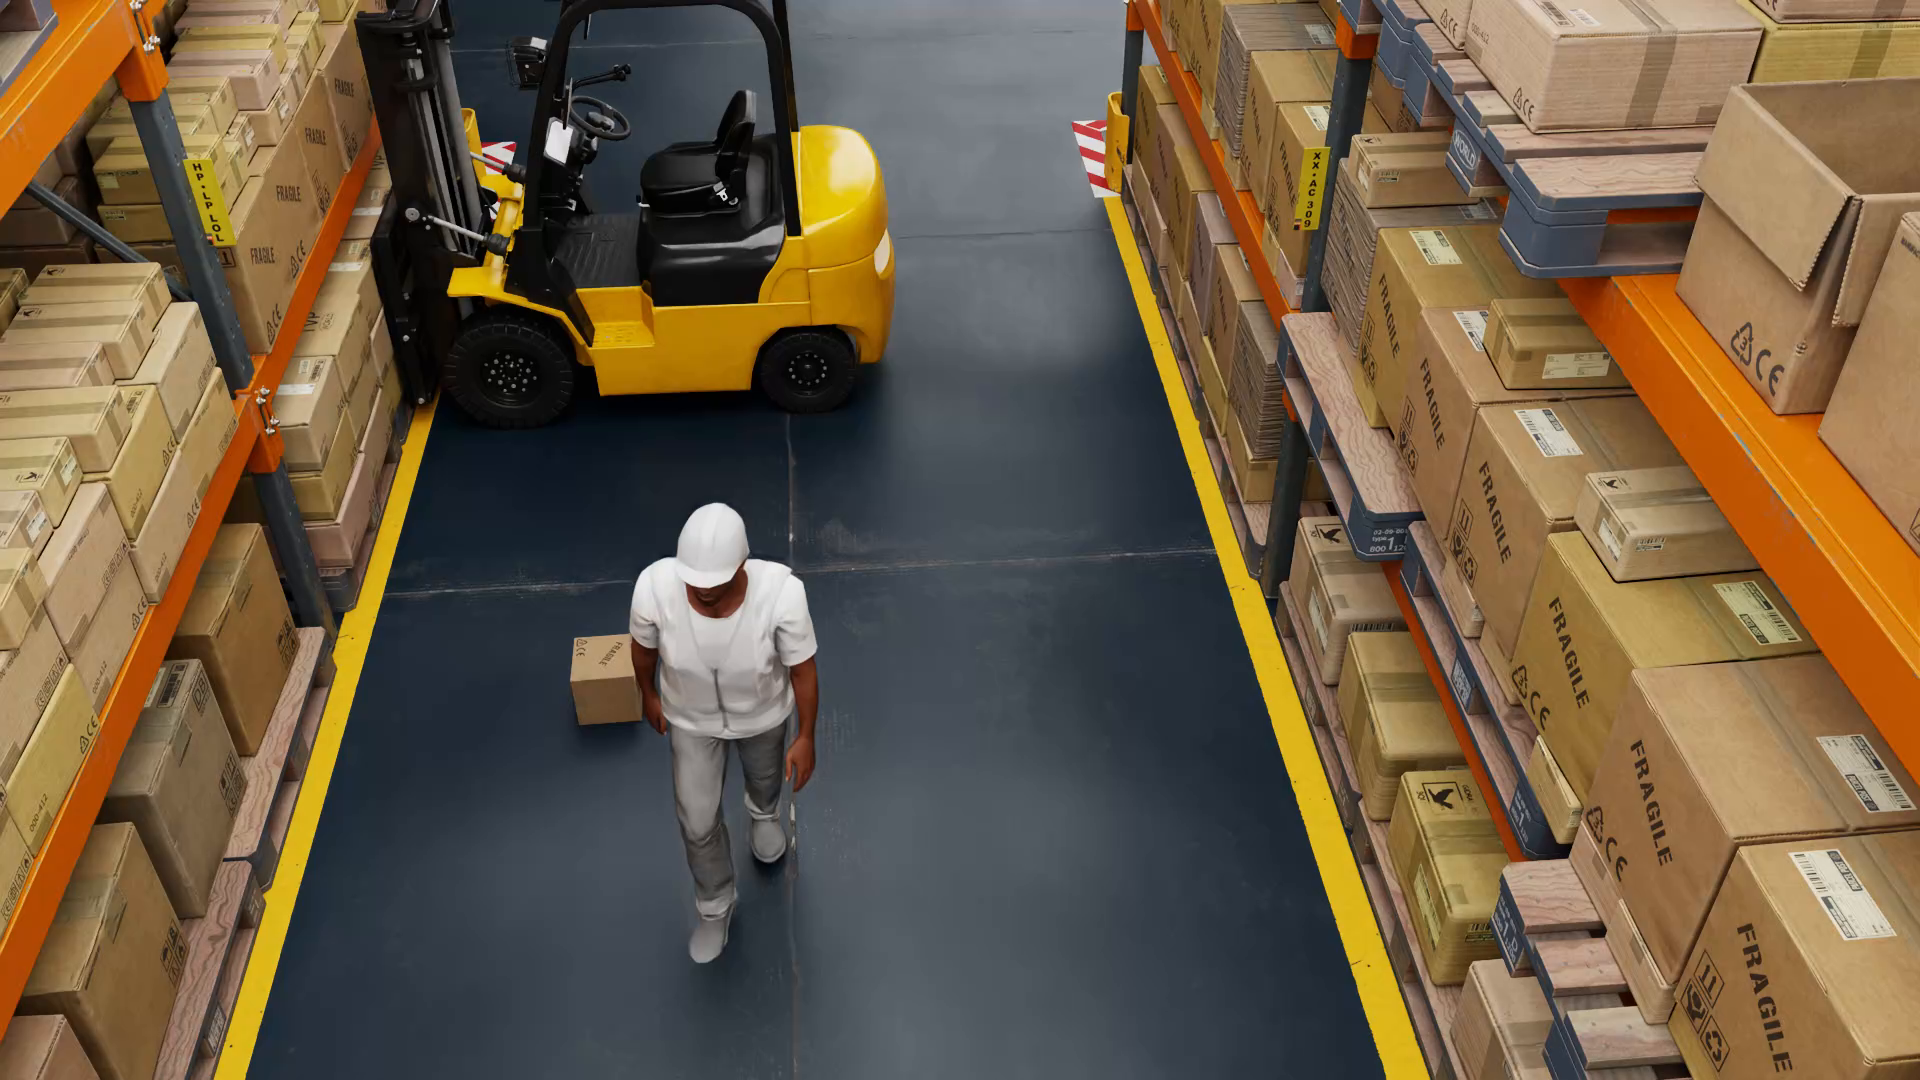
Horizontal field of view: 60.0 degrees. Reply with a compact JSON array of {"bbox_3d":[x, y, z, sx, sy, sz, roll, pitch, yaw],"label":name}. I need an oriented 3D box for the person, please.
[{"bbox_3d":[-0.752,0.571,5.457,0.598,1.825,0.703,-3,39,-4],"label":"person"}]
